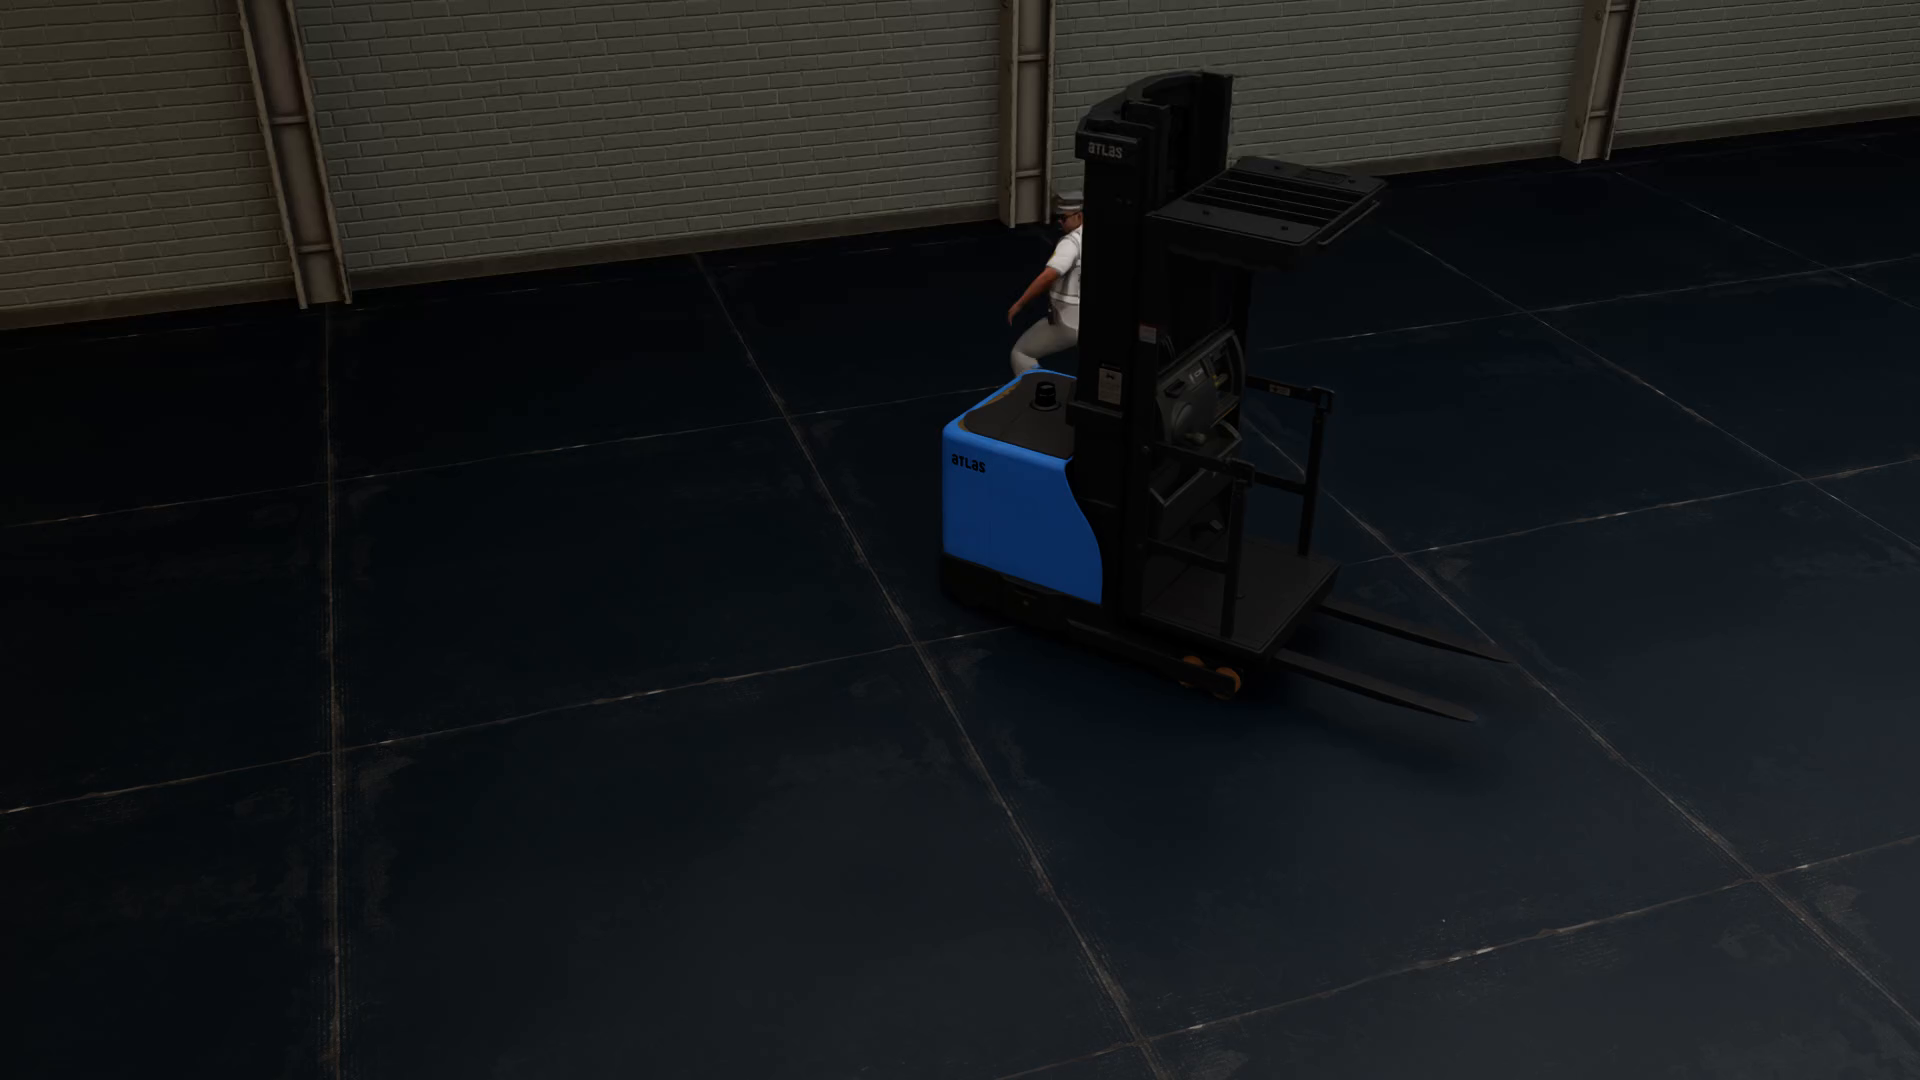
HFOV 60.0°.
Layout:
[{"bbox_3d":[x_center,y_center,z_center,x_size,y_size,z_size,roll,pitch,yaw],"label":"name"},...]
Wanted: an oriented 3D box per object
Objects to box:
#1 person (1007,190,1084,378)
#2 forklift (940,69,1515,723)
[{"bbox_3d":[0.800,-1.535,11.151,1.141,1.641,0.510,-20,35,-30],"label":"person"},{"bbox_3d":[1.402,-0.748,8.387,3.031,2.935,1.130,18,34,28],"label":"forklift"}]
